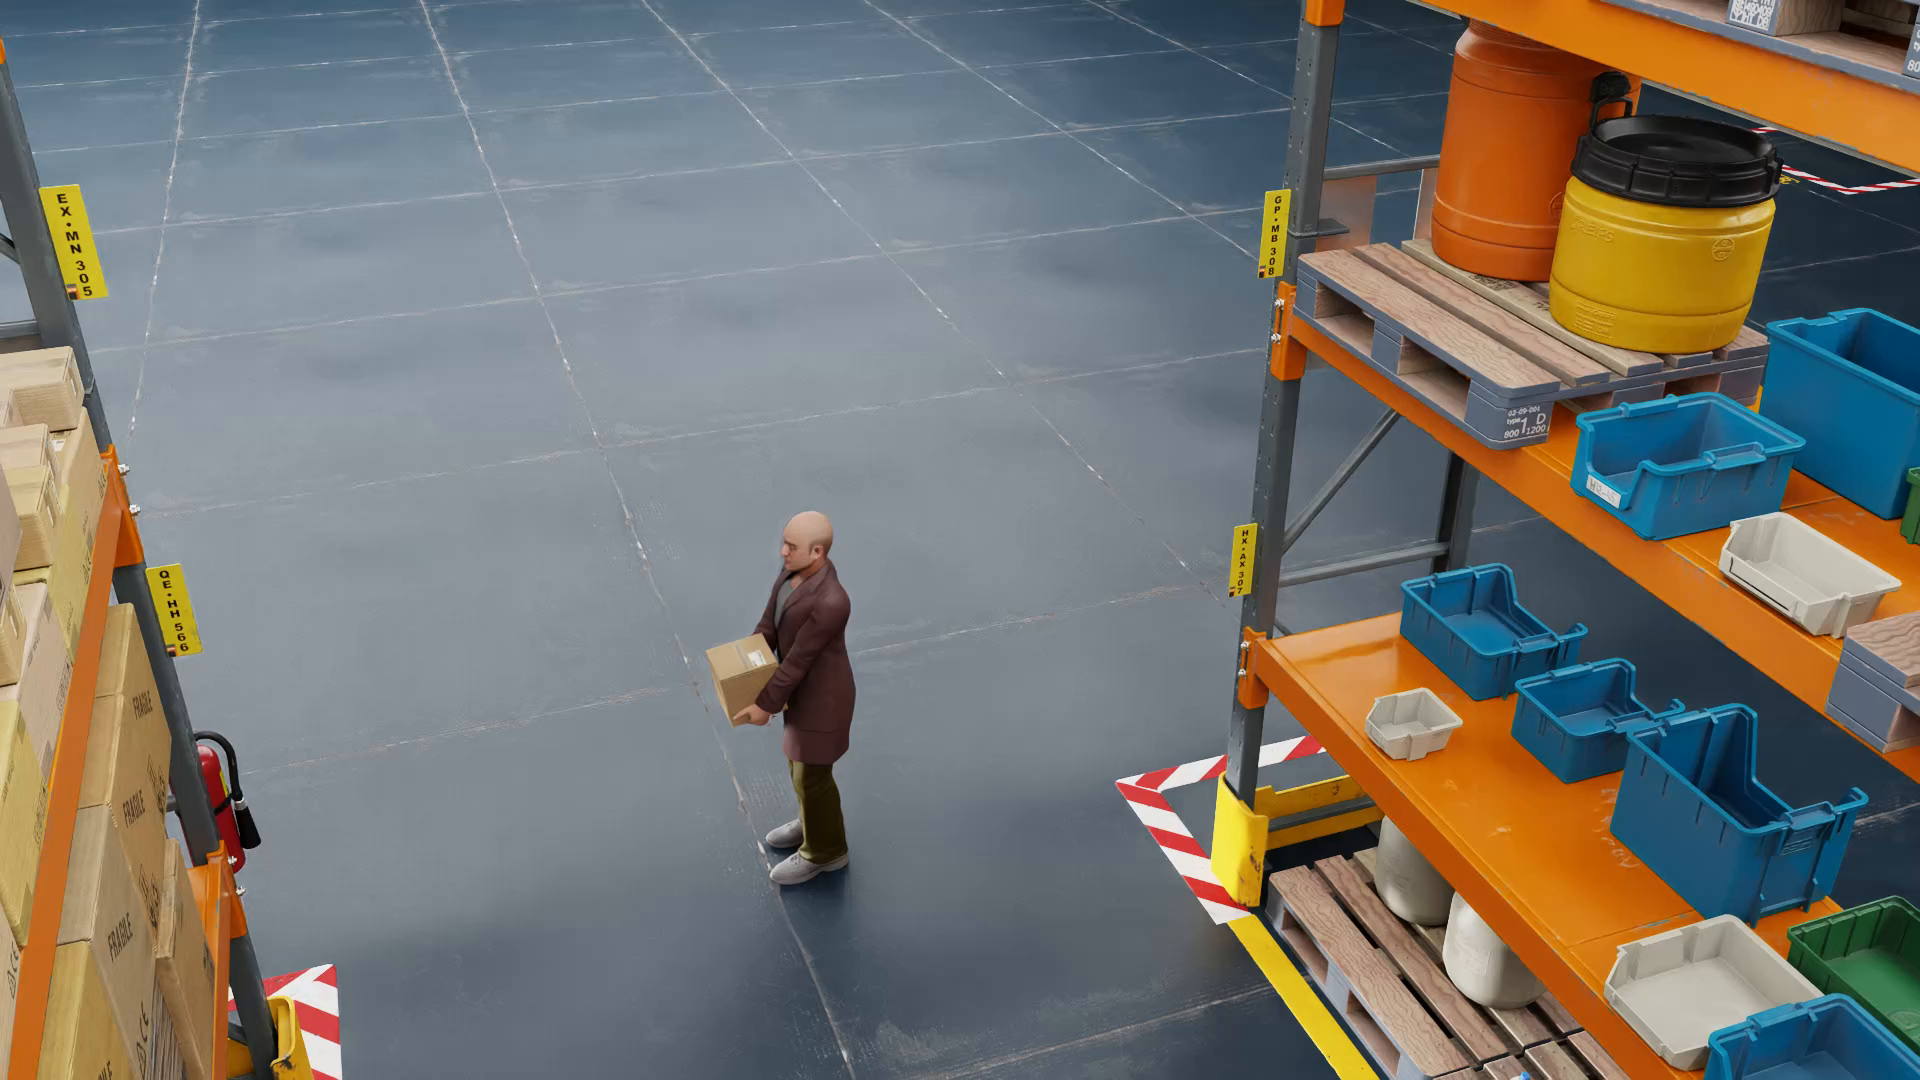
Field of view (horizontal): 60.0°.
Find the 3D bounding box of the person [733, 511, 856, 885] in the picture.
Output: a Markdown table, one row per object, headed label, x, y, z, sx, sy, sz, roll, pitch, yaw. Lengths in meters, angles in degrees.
| label | x | y | z | sx | sy | sz | roll | pitch | yaw |
| --- | --- | --- | --- | --- | --- | --- | --- | --- | --- |
| person | -0.731 | 0.684 | 7.158 | 0.559 | 1.780 | 0.527 | -11 | 31 | -18 |
